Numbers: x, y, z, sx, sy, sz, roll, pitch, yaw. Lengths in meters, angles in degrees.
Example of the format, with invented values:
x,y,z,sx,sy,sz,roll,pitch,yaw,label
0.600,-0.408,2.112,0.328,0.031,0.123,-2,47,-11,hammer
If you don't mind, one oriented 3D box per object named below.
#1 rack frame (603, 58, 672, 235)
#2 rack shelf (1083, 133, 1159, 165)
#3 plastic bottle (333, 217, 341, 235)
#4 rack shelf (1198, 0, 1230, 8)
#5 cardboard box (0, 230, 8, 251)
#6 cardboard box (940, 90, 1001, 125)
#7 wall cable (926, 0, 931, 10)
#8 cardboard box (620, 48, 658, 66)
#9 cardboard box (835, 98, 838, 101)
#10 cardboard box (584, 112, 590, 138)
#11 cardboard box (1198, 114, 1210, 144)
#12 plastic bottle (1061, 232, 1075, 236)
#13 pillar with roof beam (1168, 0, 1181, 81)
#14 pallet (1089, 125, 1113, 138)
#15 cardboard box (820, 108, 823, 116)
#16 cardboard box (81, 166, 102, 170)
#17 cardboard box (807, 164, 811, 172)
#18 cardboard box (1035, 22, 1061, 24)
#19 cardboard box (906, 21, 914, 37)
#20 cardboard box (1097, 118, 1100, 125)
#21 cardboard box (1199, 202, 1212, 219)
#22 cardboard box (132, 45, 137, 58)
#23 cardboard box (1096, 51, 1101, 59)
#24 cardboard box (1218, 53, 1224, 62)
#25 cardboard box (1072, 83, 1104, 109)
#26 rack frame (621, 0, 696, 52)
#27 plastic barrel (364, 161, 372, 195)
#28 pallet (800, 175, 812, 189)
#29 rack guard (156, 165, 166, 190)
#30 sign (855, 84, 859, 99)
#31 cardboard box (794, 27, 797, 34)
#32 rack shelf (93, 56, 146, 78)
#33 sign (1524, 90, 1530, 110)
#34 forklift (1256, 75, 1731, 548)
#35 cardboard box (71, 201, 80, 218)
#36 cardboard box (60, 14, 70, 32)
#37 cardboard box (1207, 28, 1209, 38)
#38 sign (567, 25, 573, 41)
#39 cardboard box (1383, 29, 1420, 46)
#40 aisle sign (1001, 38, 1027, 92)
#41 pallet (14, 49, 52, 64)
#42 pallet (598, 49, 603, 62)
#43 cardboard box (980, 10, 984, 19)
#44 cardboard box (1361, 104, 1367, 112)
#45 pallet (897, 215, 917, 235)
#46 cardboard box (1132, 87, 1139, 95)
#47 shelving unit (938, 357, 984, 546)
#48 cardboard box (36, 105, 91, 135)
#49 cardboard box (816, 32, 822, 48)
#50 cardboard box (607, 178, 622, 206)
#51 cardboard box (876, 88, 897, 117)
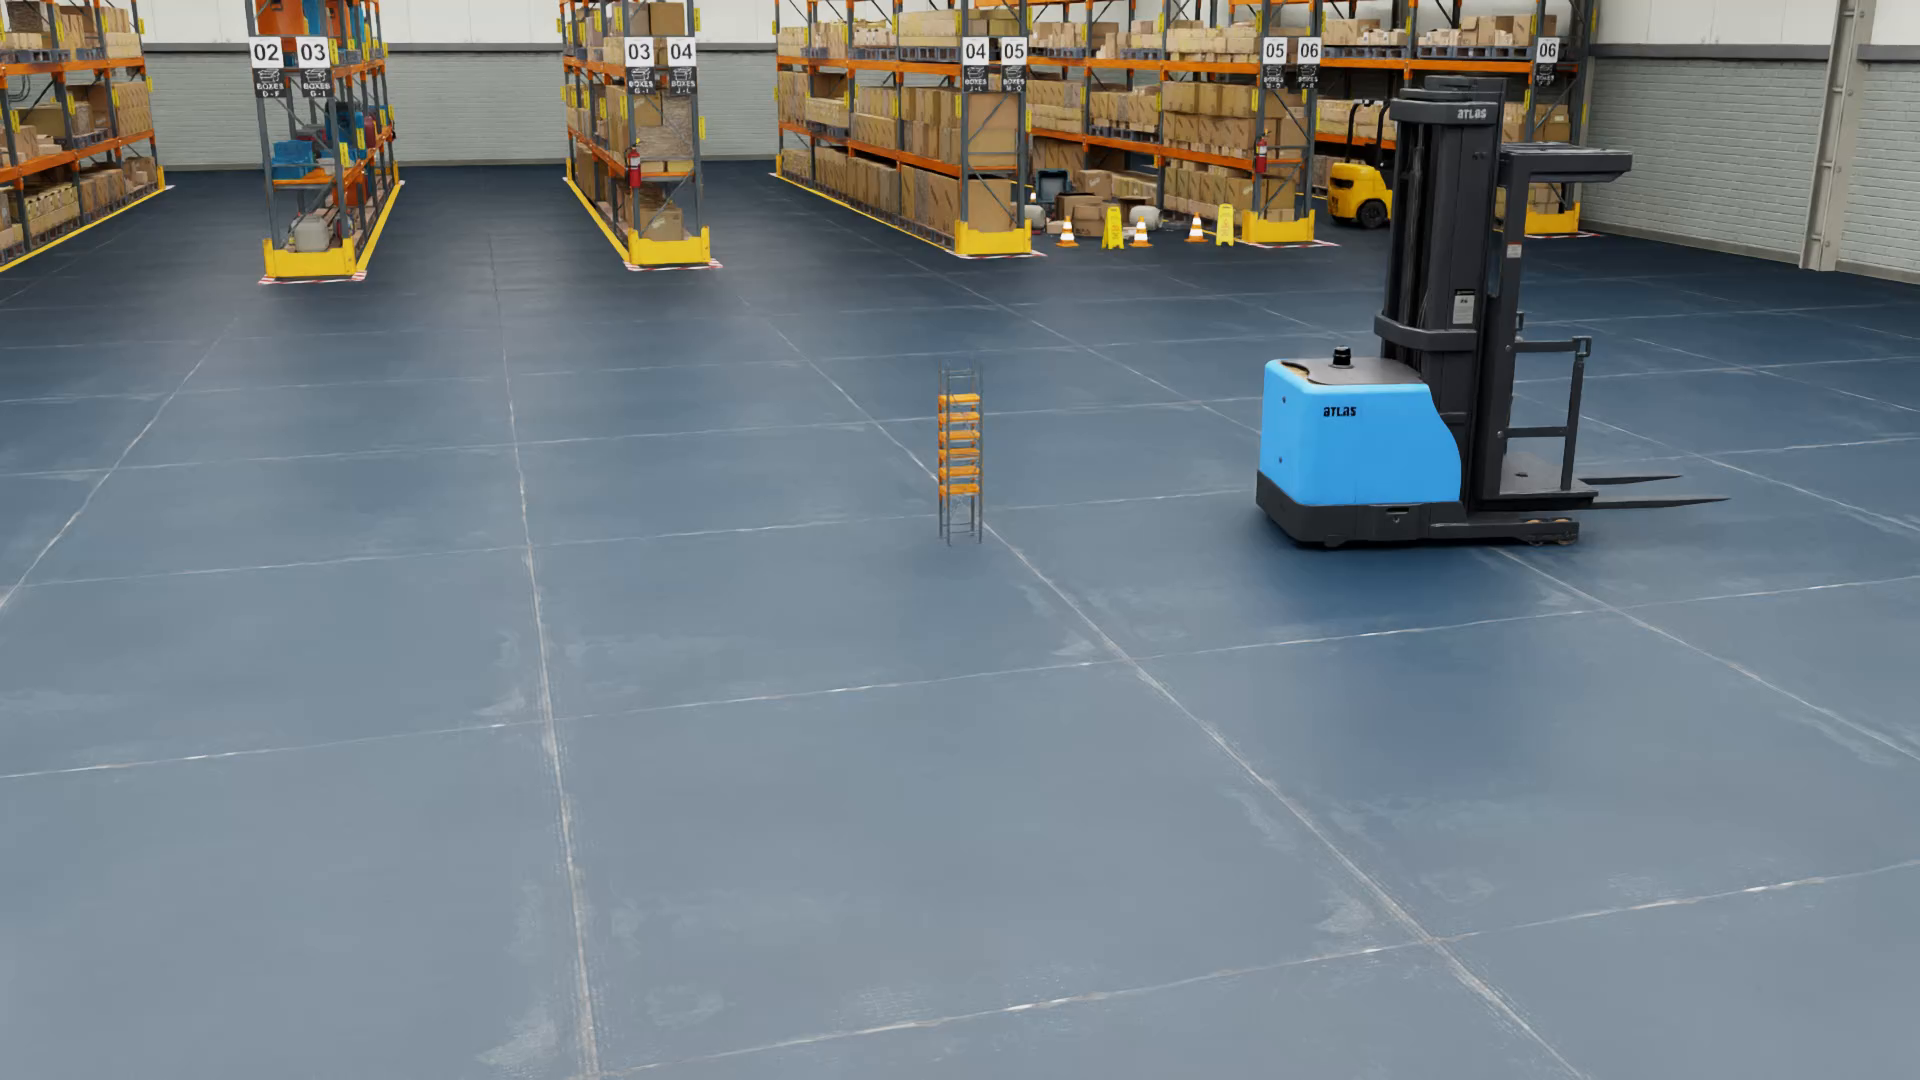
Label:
x,y,z,sx,sy,sz,roll,pitch,yaw,label
-5.390,-6.658,27.903,1.000,3.000,0.127,-5,17,-15,rack frame
3.589,-7.650,32.456,1.077,0.370,4.000,-5,17,-15,rack shelf
-9.781,-4.945,26.172,0.152,0.276,0.135,-5,17,-15,plastic bottle
6.162,-13.128,40.270,1.077,0.370,4.000,-5,17,-15,rack shelf
-14.298,-4.373,24.345,0.500,0.250,0.500,-5,17,-15,cardboard box
0.179,-6.921,26.640,0.875,0.550,0.550,-5,17,-15,cardboard box
-0.993,-15.185,45.862,0.463,3.000,0.029,-5,17,-15,wall cable
-4.667,-7.029,24.186,0.500,0.250,0.500,-4,17,-14,cardboard box
-2.493,-9.505,36.054,0.380,0.149,0.250,-4,17,-13,cardboard box
-7.140,-8.211,32.899,0.500,0.500,0.500,-5,18,-17,cardboard box
4.436,-7.073,28.593,0.500,0.500,0.500,-4,17,-15,cardboard box
1.792,-5.163,28.033,0.133,0.061,0.283,-12,20,-34,plastic bottle
1.599,-14.504,43.595,9.100,9.000,0.400,-5,17,-15,pillar with roof beam
3.338,-8.267,33.594,1.213,0.211,1.003,-5,17,-15,pallet
-2.694,-8.880,34.491,0.380,0.149,0.250,-5,17,-16,cardboard box
-17.543,-7.237,33.412,0.500,0.500,0.500,-5,17,-15,cardboard box
-3.184,-8.275,36.995,0.380,0.149,0.250,-4,17,-14,cardboard box
1.981,-11.567,37.954,0.500,0.500,0.500,-4,17,-14,cardboard box
-0.587,-8.481,27.599,0.500,0.250,0.500,-5,17,-16,cardboard box
2.995,-8.443,33.553,0.380,0.149,0.250,-6,18,-19,cardboard box
4.473,-5.710,28.796,0.500,0.250,0.500,-5,18,-17,cardboard box
-17.692,-10.299,35.072,0.500,0.250,0.500,-5,17,-15,cardboard box
2.963,-9.764,33.464,0.380,0.149,0.250,-5,17,-15,cardboard box
4.546,-8.084,27.874,0.380,0.149,0.250,-5,17,-17,cardboard box
2.646,-9.197,34.443,0.500,0.500,0.500,-5,17,-17,cardboard box
-4.290,-8.425,23.356,1.000,3.000,0.127,-5,17,-15,rack frame
-12.023,-7.328,33.050,0.600,0.901,0.708,-5,17,-15,plastic barrel
-3.010,-8.082,37.492,1.003,0.211,1.213,-5,17,-15,pallet
-18.192,-7.977,36.639,1.175,0.500,0.348,-5,17,-15,rack guard
-2.259,-9.834,36.465,0.100,0.325,0.005,-5,17,-15,sign
-3.520,-11.451,37.343,0.380,0.149,0.250,-5,17,-16,cardboard box
-17.664,-9.734,34.179,1.077,0.370,4.000,-5,17,-15,rack shelf
9.484,-7.357,27.807,0.100,0.325,0.005,-5,17,-15,sign
3.609,-1.517,10.909,3.031,2.935,1.130,-2,17,-6,forklift
-15.636,-5.740,28.897,0.500,0.250,0.500,-4,17,-14,cardboard box
-16.677,-9.308,30.434,0.600,0.600,0.600,-5,18,-17,cardboard box
4.418,-8.603,28.215,0.380,0.149,0.250,-4,17,-14,cardboard box
-8.121,-10.549,34.605,0.100,0.325,0.005,-5,17,-15,sign
8.477,-9.659,31.930,0.500,0.311,0.500,-5,18,-17,cardboard box
0.814,-7.165,25.071,0.394,0.787,0.004,-5,17,-15,aisle sign
-15.432,-7.839,26.947,1.003,0.211,1.213,-4,17,-13,pallet
-5.457,-8.184,28.095,1.213,0.211,1.003,-5,17,-15,pallet
0.513,-8.190,25.937,0.380,0.149,0.250,-5,17,-15,cardboard box
8.223,-8.621,33.138,0.380,0.149,0.250,-5,17,-15,cardboard box
-0.459,-5.470,28.795,1.003,0.211,1.213,-5,17,-15,pallet
3.495,-8.517,31.543,0.380,0.149,0.250,-5,18,-18,cardboard box
0.004,-0.571,10.766,0.258,1.200,0.189,-5,17,-15,shelving unit
-16.364,-7.665,30.350,0.700,0.500,0.500,-1,17,-5,cardboard box
-2.751,-10.570,35.137,0.500,0.311,0.500,-5,17,-16,cardboard box
-6.121,-6.442,30.763,0.700,0.500,0.500,-6,18,-20,cardboard box
-1.154,-8.107,30.816,0.700,0.500,0.500,-5,17,-16,cardboard box
